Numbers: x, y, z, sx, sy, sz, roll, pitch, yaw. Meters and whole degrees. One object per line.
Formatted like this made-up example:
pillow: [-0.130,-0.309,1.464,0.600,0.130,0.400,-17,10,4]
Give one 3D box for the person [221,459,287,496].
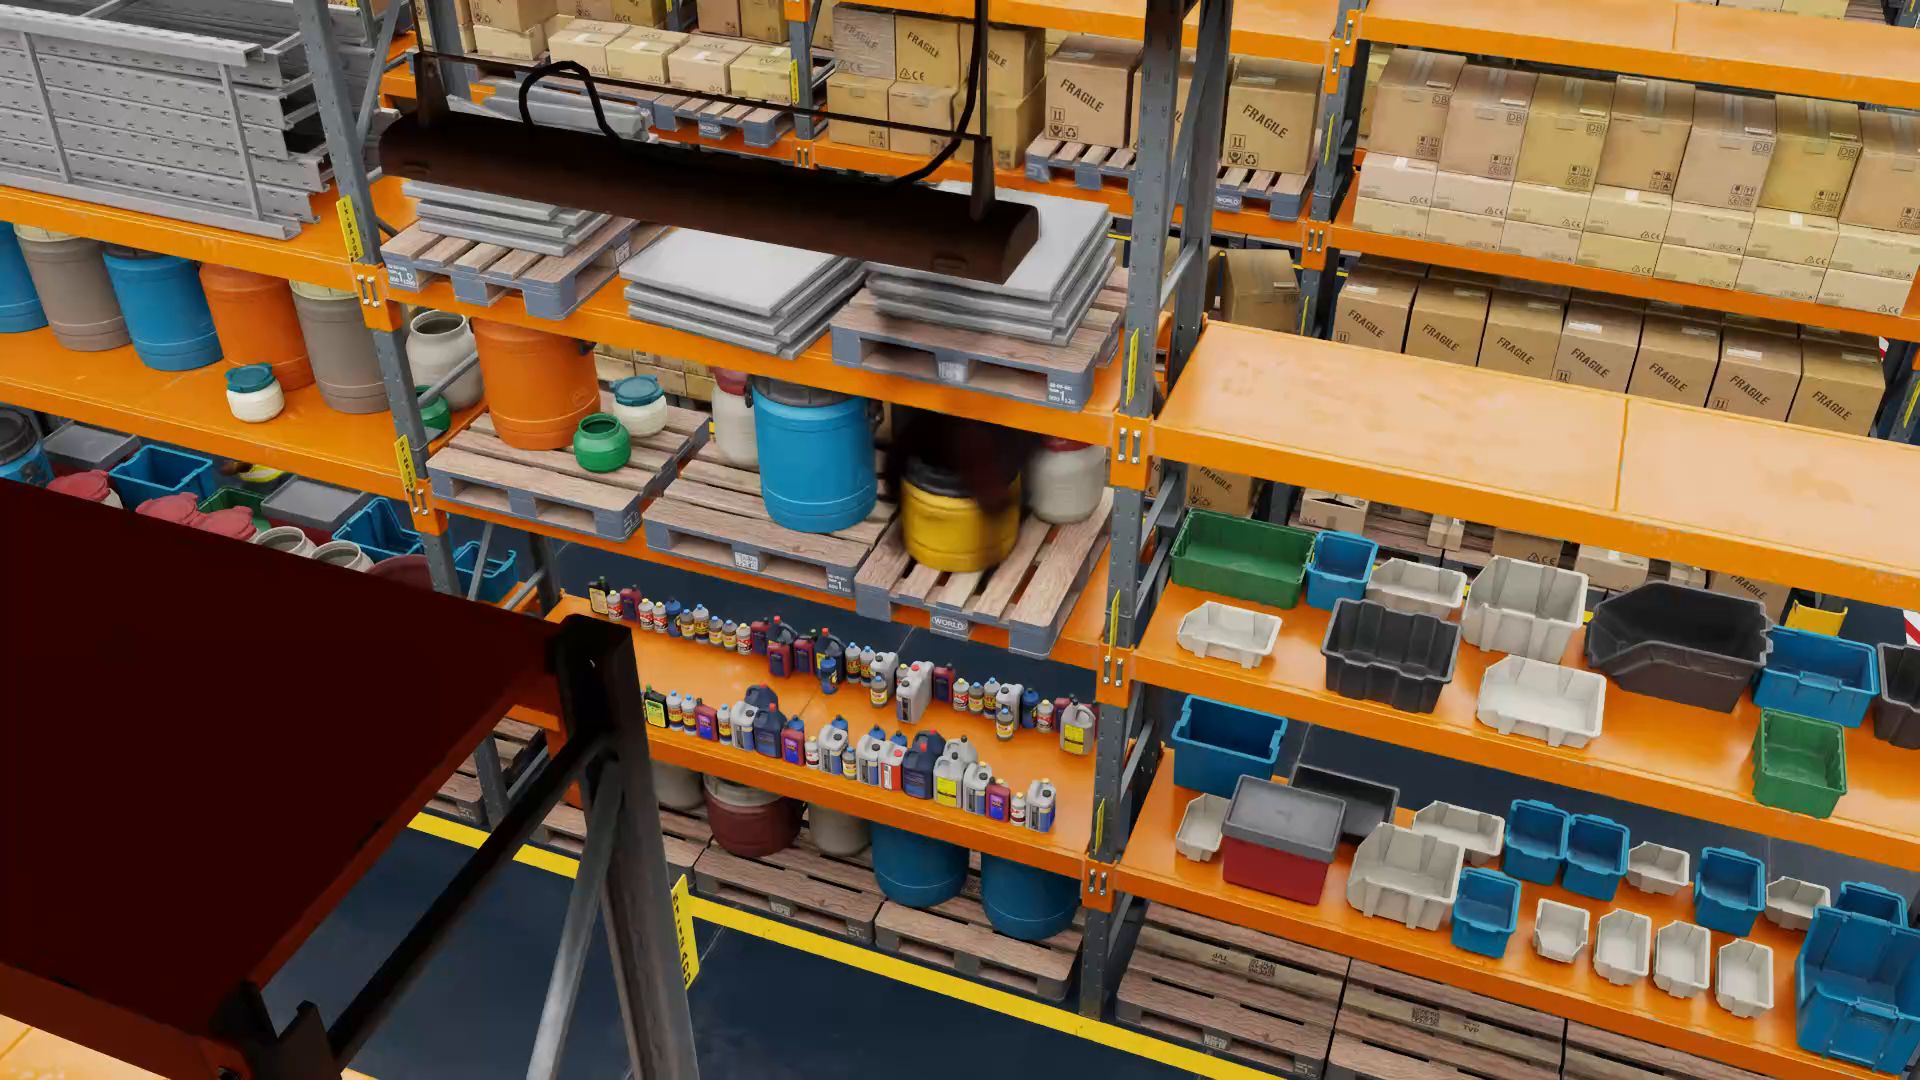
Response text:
person: [-5.265,-0.553,12.704,0.589,1.722,0.711,8,37,11]
